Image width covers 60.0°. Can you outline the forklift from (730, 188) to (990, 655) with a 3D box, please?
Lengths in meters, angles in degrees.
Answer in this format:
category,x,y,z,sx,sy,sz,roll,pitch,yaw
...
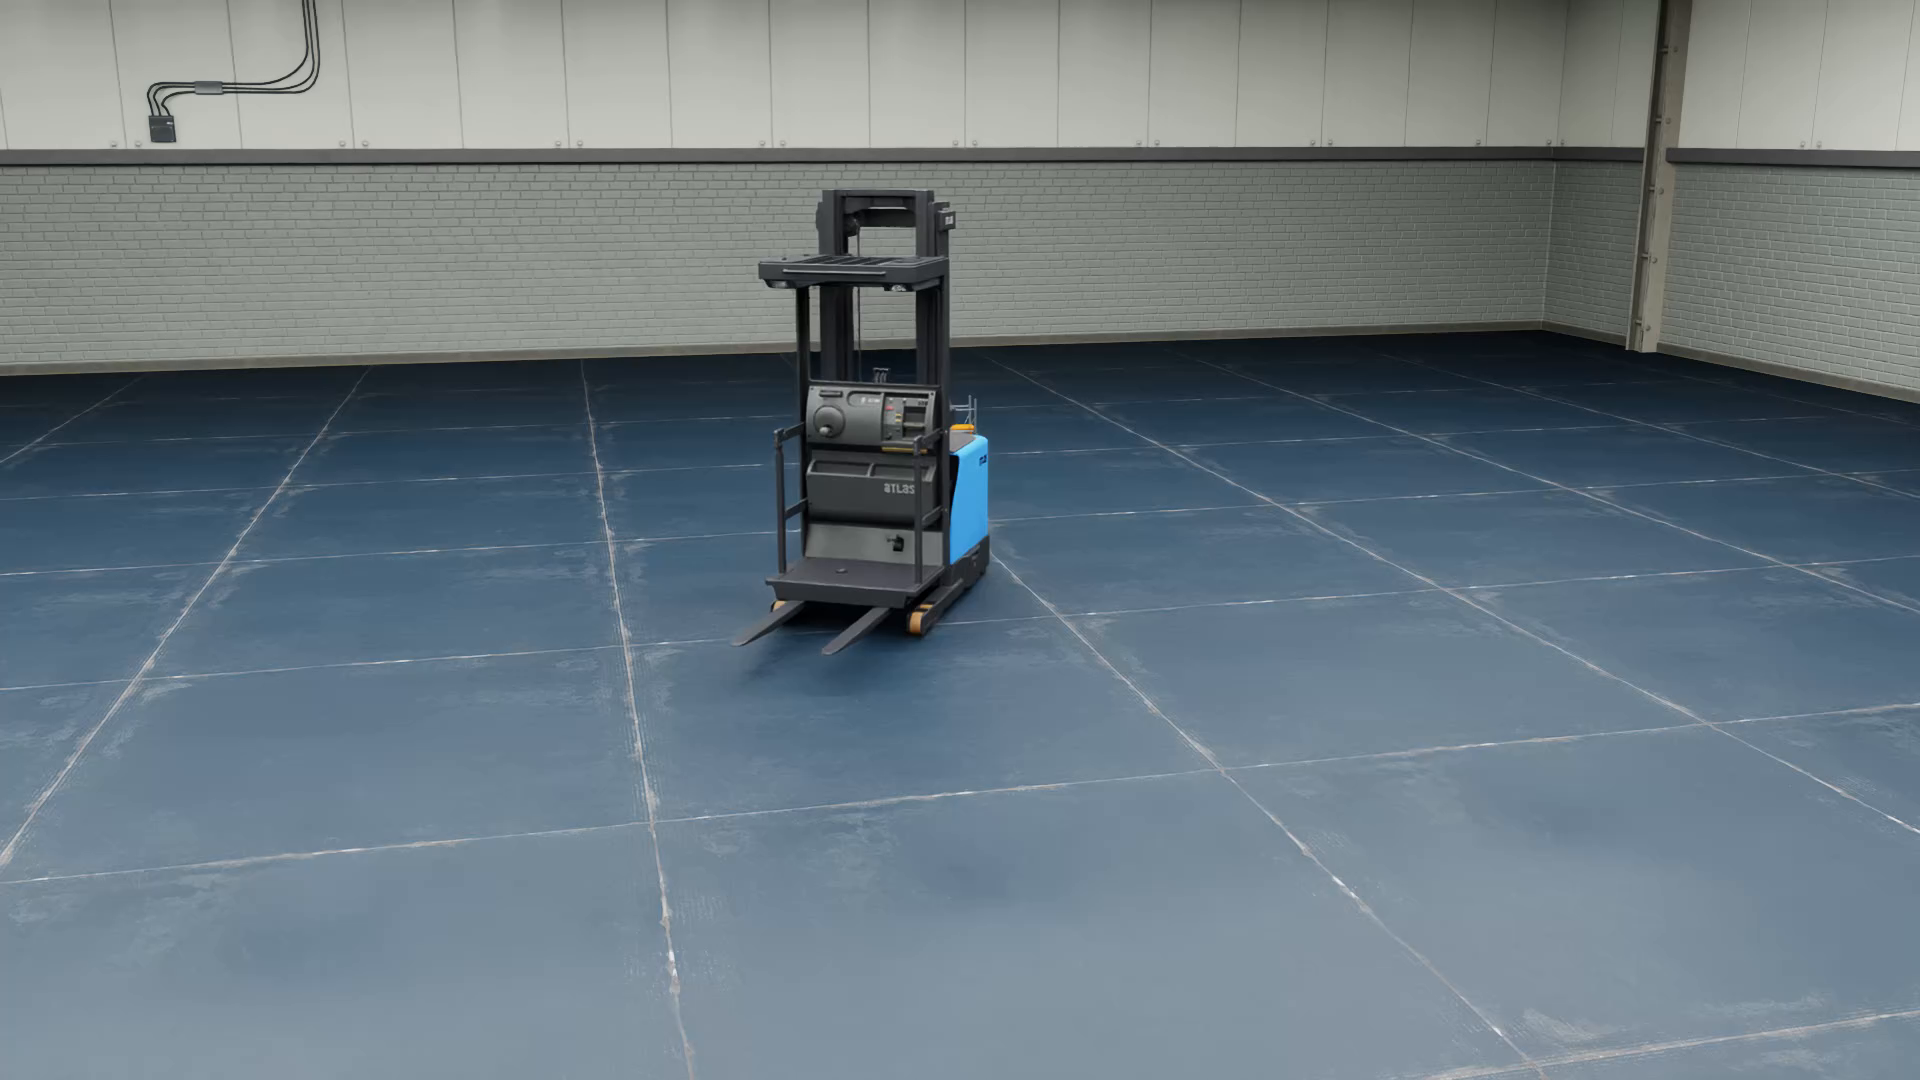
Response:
category,x,y,z,sx,sy,sz,roll,pitch,yaw
forklift,-0.678,-0.878,11.346,1.130,2.935,3.031,4,14,16

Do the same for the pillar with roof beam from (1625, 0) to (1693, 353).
category,x,y,z,sx,sy,sz,roll,pitch,yaw
pillar with roof beam,6.502,-7.099,24.022,9.100,9.000,0.400,-3,14,-13

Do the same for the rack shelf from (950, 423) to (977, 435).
category,x,y,z,sx,sy,sz,roll,pitch,yaw
rack shelf,-0.003,-0.893,13.723,0.258,0.103,0.180,-3,14,-13

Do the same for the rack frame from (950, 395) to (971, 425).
category,x,y,z,sx,sy,sz,roll,pitch,yaw
rack frame,-0.025,-0.607,13.885,0.240,1.200,0.006,-3,14,-13

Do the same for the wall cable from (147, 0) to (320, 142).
category,x,y,z,sx,sy,sz,roll,pitch,yaw
wall cable,-10.107,-8.514,22.648,2.305,6.003,0.169,-3,14,-13

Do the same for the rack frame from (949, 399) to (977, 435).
category,x,y,z,sx,sy,sz,roll,pitch,yaw
rack frame,0.018,-0.565,13.712,0.240,1.200,0.006,-3,14,-13

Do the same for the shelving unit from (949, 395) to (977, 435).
category,x,y,z,sx,sy,sz,roll,pitch,yaw
shelving unit,-0.003,-0.586,13.798,0.258,1.200,0.189,-3,14,-13
